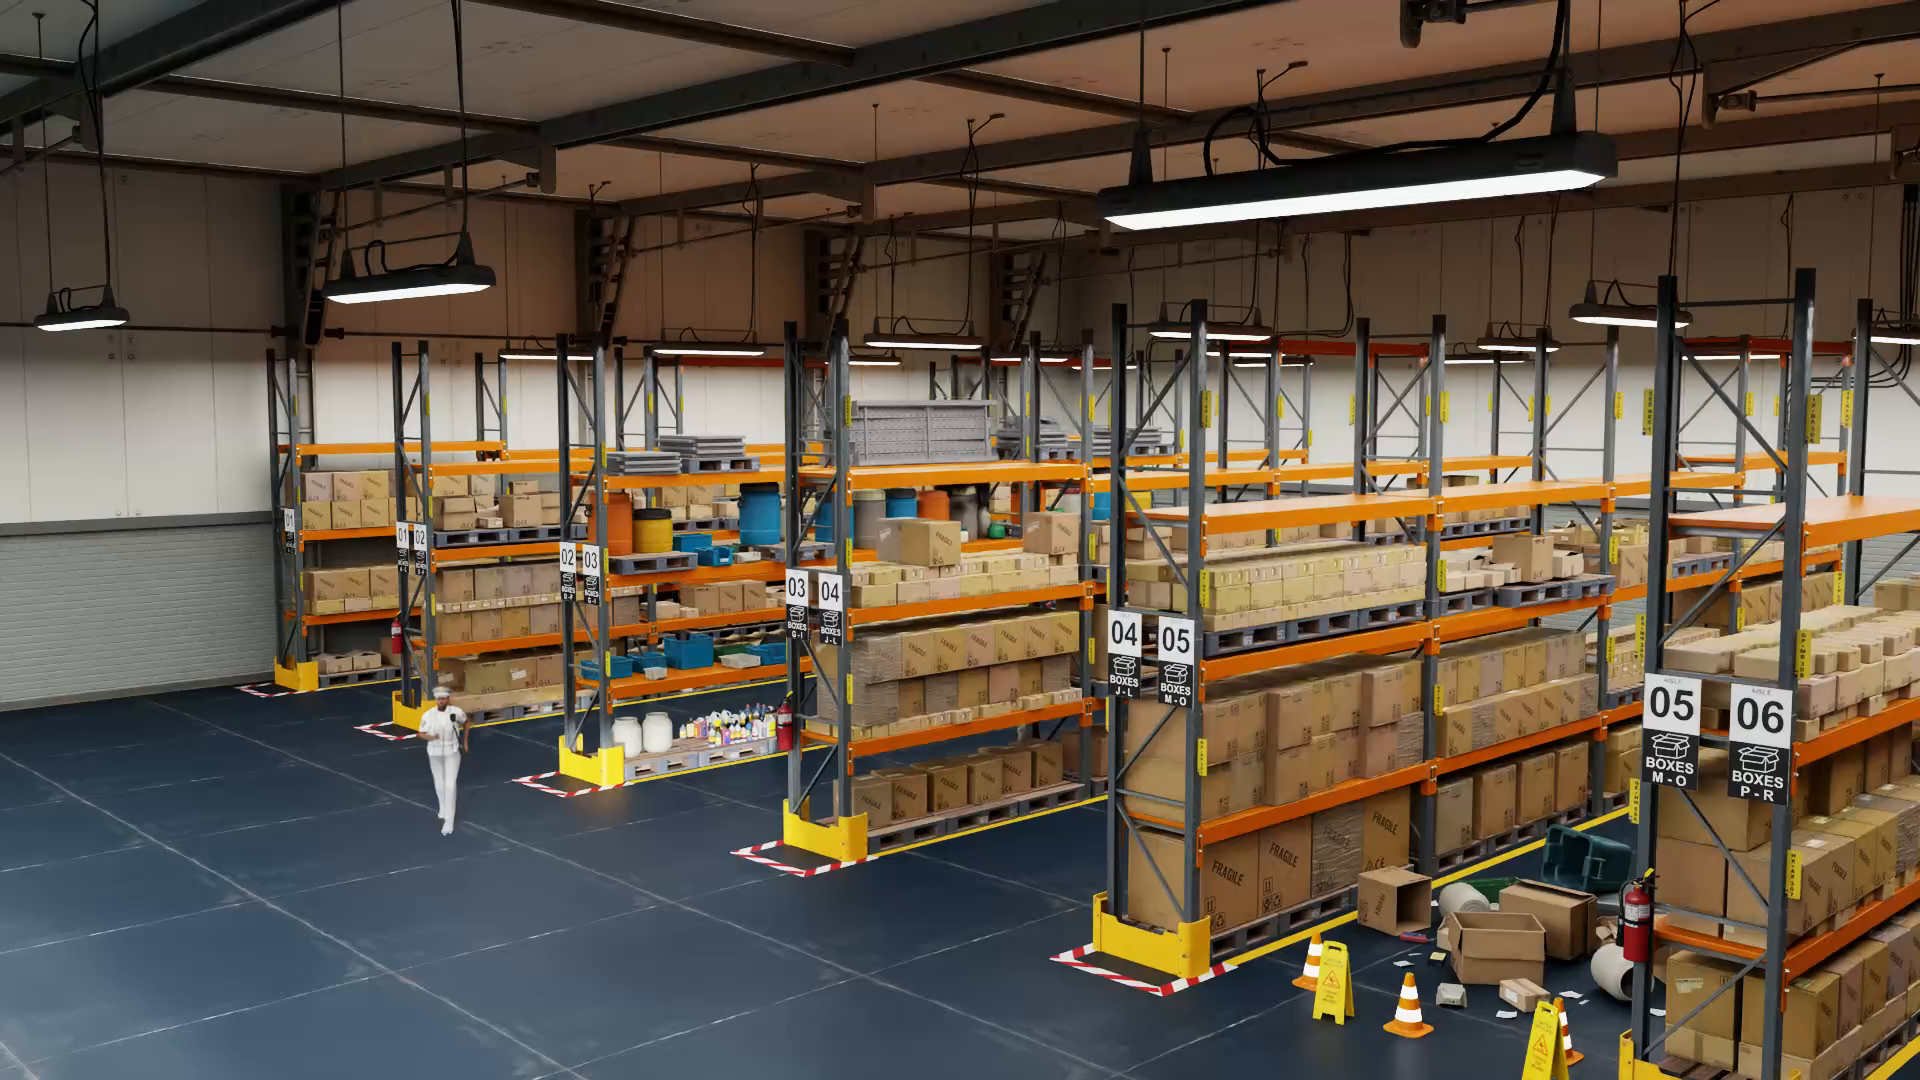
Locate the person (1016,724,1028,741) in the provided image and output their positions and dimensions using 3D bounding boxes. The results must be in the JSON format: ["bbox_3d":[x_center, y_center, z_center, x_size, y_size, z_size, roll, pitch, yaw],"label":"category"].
[{"bbox_3d":[0.881,2.258,23.107,0.653,1.793,0.902,4,6,37],"label":"person"}]

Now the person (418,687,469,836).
[{"bbox_3d":[-6.172,2.588,19.922,0.538,1.734,0.865,-1,5,-10],"label":"person"}]
